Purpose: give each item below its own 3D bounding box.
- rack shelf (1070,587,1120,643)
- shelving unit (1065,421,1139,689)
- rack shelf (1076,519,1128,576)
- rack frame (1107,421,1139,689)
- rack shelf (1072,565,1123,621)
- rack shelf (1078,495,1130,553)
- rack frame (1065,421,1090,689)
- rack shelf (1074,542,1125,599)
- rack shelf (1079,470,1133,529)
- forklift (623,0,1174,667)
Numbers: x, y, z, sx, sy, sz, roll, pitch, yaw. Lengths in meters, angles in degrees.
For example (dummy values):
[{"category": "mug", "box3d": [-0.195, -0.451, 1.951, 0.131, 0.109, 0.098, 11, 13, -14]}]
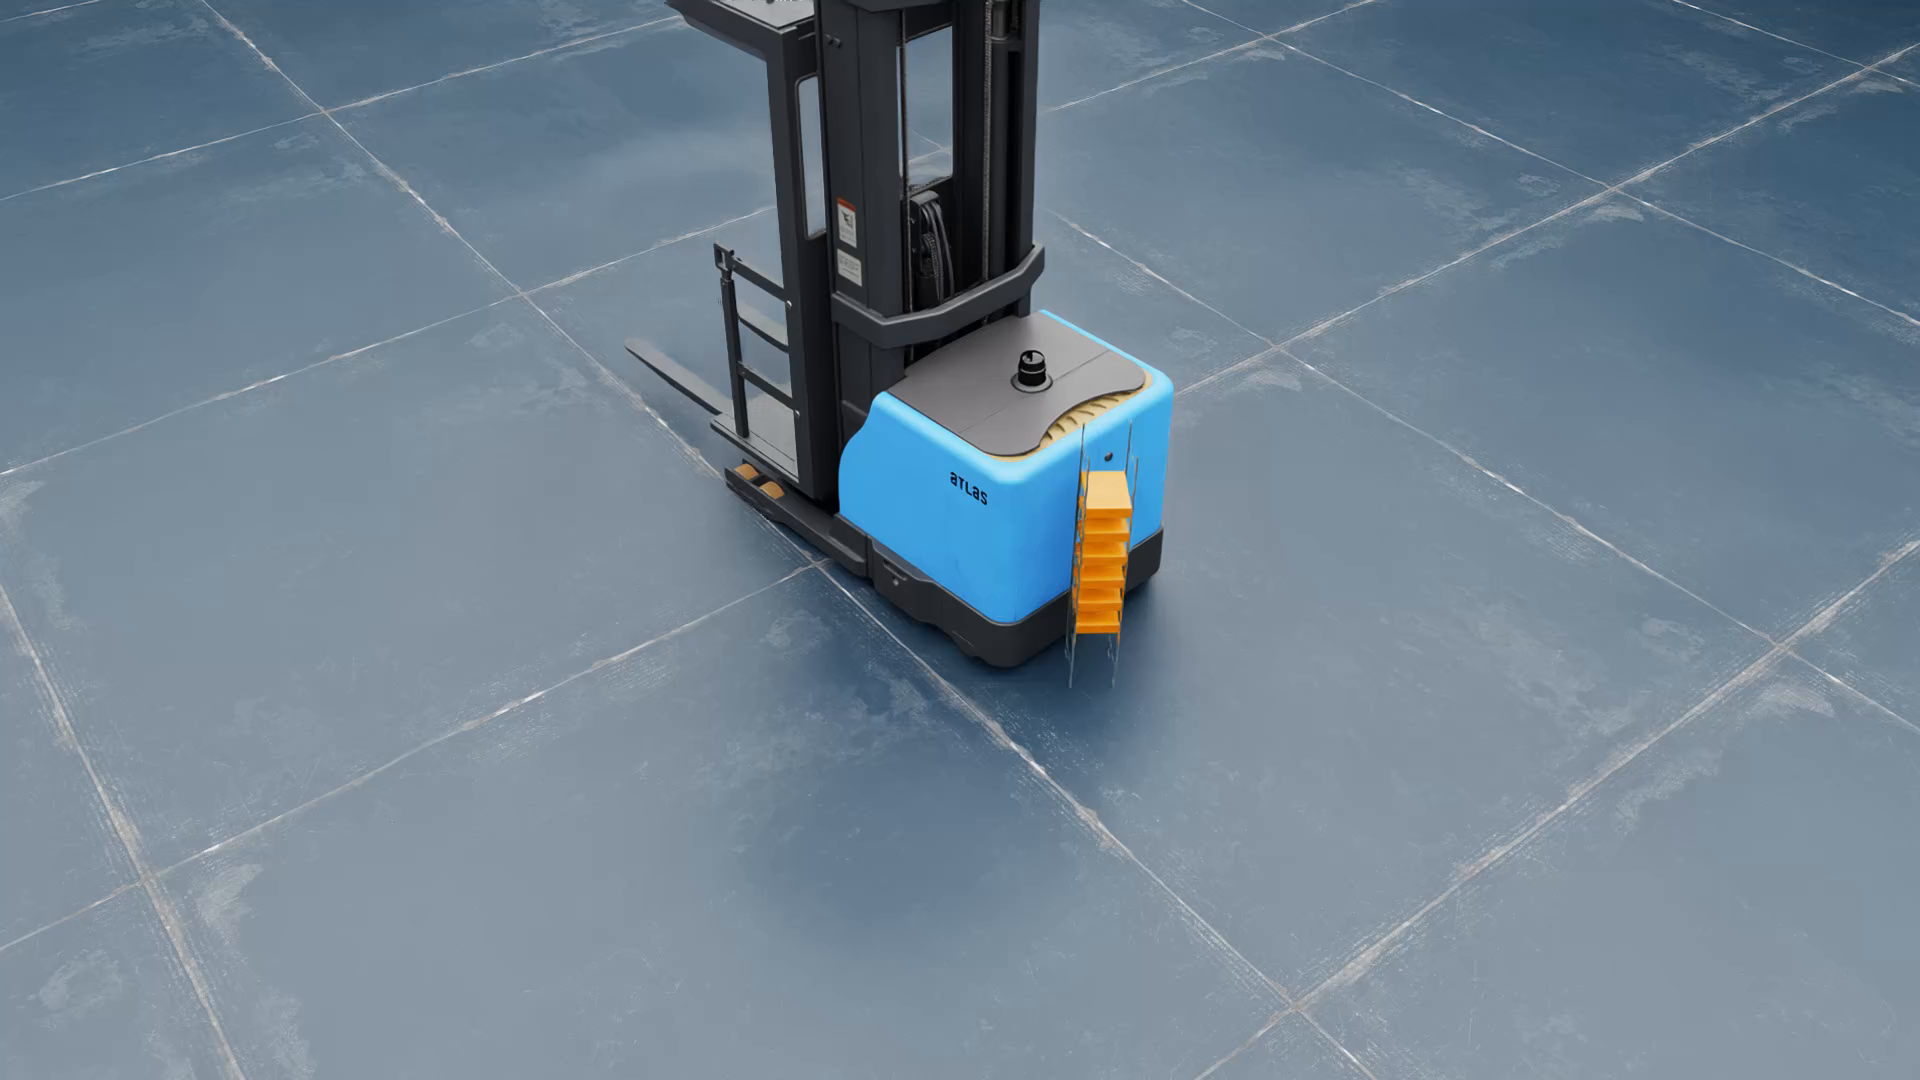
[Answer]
[{"category": "rack shelf", "box3d": [0.556, 0.305, 6.877, 0.180, 0.103, 0.258, -1, 39, -2]}, {"category": "shelving unit", "box3d": [0.561, 0.084, 6.698, 0.189, 1.200, 0.258, -1, 39, -2]}, {"category": "rack shelf", "box3d": [0.563, 0.025, 6.650, 0.180, 0.103, 0.258, -1, 39, -2]}, {"category": "rack frame", "box3d": [0.653, 0.083, 6.702, 0.006, 1.200, 0.240, -1, 39, -2]}, {"category": "rack shelf", "box3d": [0.558, 0.211, 6.801, 0.180, 0.103, 0.258, -1, 39, -2]}, {"category": "rack shelf", "box3d": [0.565, -0.069, 6.575, 0.180, 0.103, 0.258, -1, 39, -2]}, {"category": "rack frame", "box3d": [0.470, 0.084, 6.694, 0.006, 1.200, 0.240, -1, 39, -2]}, {"category": "rack shelf", "box3d": [0.561, 0.118, 6.726, 0.180, 0.103, 0.258, -1, 39, -2]}, {"category": "rack shelf", "box3d": [0.567, -0.162, 6.500, 0.180, 0.103, 0.258, -1, 39, -2]}, {"category": "forklift", "box3d": [-0.474, -1.440, 7.195, 1.130, 2.935, 3.031, -31, 48, -32]}]
